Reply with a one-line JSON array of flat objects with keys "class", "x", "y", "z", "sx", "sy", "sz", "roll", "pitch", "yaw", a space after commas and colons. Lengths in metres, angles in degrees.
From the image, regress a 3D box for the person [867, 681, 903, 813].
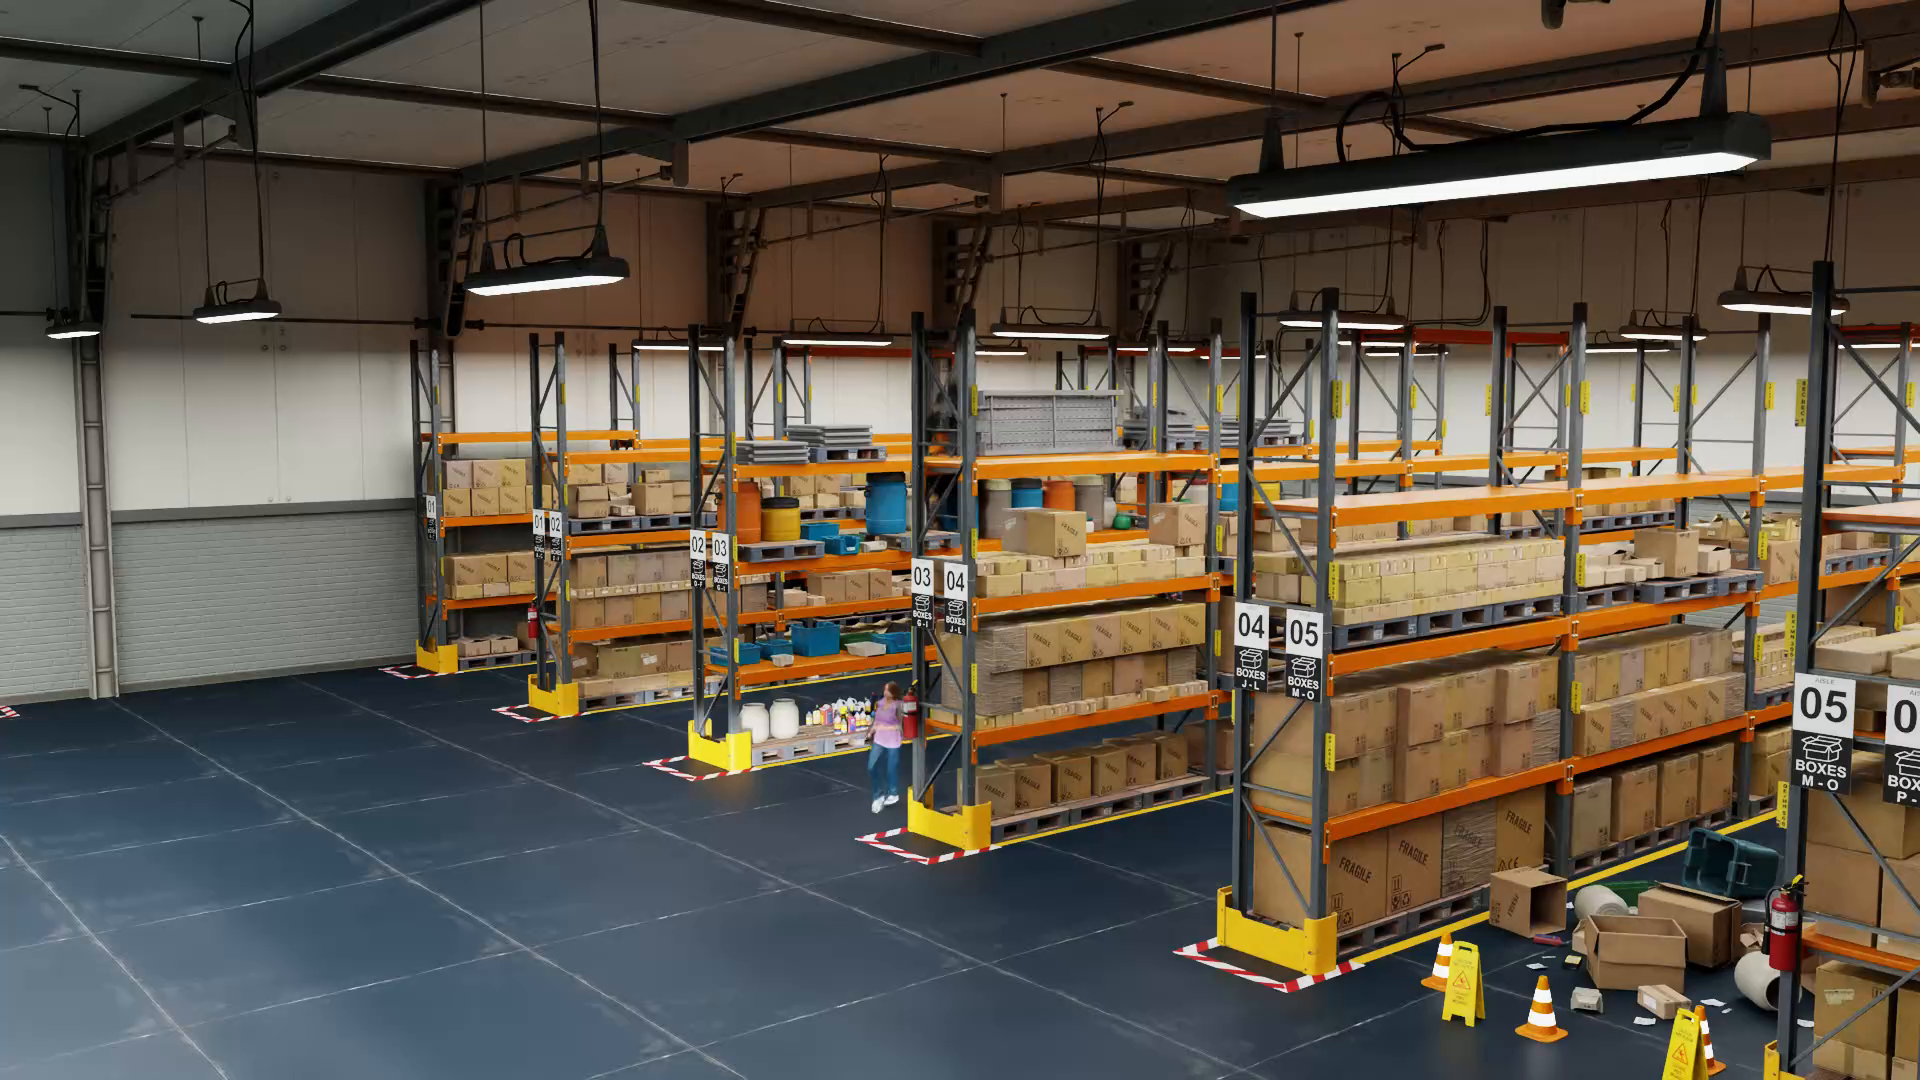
[{"class": "person", "x": -0.872, "y": 2.518, "z": 20.239, "sx": 0.535, "sy": 1.629, "sz": 0.600, "roll": 2, "pitch": 6, "yaw": 23}]
